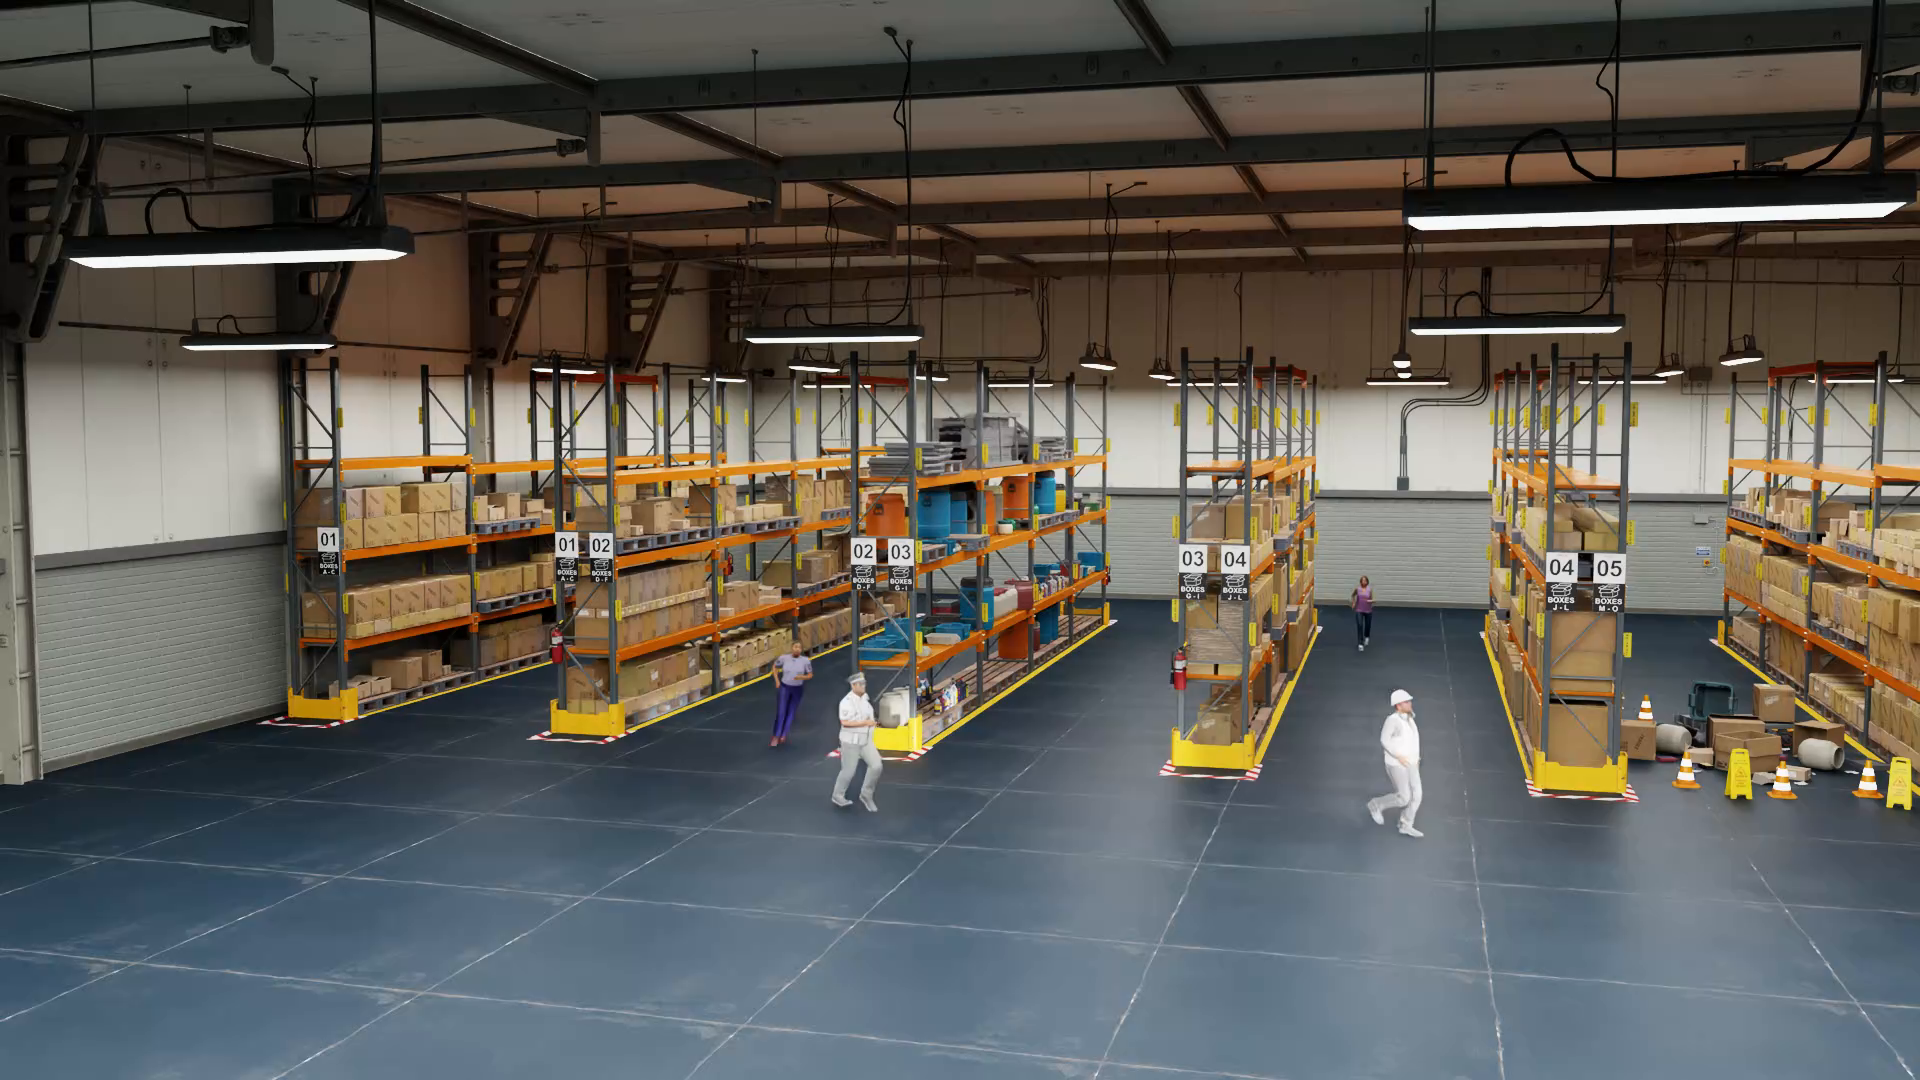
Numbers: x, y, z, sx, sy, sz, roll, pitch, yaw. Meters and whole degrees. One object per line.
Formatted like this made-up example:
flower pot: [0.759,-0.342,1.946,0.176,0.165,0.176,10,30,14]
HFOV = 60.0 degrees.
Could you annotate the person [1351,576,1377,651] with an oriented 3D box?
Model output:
person: [8.696,1.557,35.842,0.539,1.582,0.893,1,4,13]

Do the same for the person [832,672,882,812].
person: [-1.290,2.581,21.148,0.801,1.827,0.611,4,6,42]

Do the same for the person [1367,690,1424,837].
person: [5.269,2.673,20.028,0.685,1.747,0.668,4,6,44]

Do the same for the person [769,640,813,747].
person: [-2.602,2.399,25.520,0.672,1.556,0.662,-1,4,-11]
